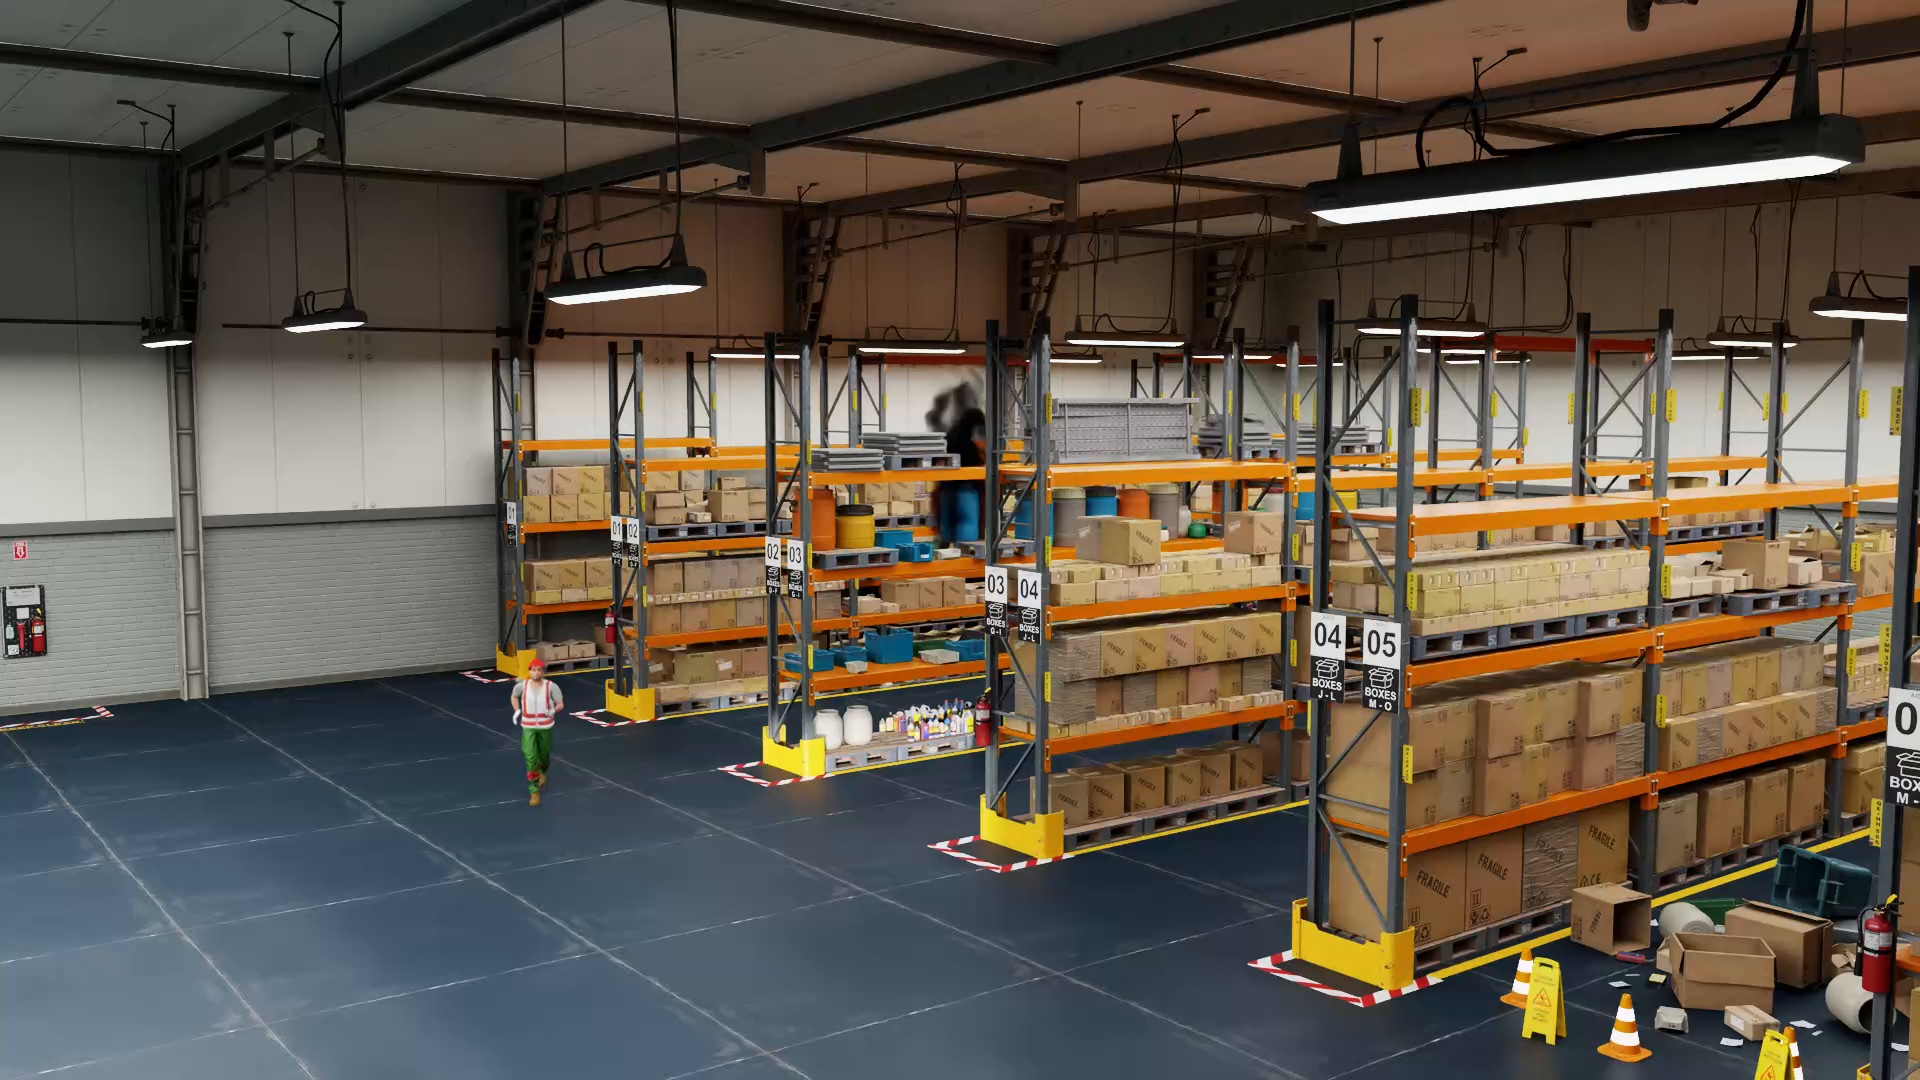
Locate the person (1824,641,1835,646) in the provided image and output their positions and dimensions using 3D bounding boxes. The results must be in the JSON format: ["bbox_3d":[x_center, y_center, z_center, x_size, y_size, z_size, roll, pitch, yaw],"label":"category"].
[{"bbox_3d":[12.617,2.265,23.952,0.937,1.668,0.577,-4,6,-38],"label":"person"}]

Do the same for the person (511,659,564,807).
[{"bbox_3d":[-5.381,2.399,21.186,0.654,1.797,0.993,-1,5,-13],"label":"person"}]

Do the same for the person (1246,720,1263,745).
[{"bbox_3d":[4.084,2.033,23.400,0.741,1.871,0.667,-4,7,-41],"label":"person"}]
